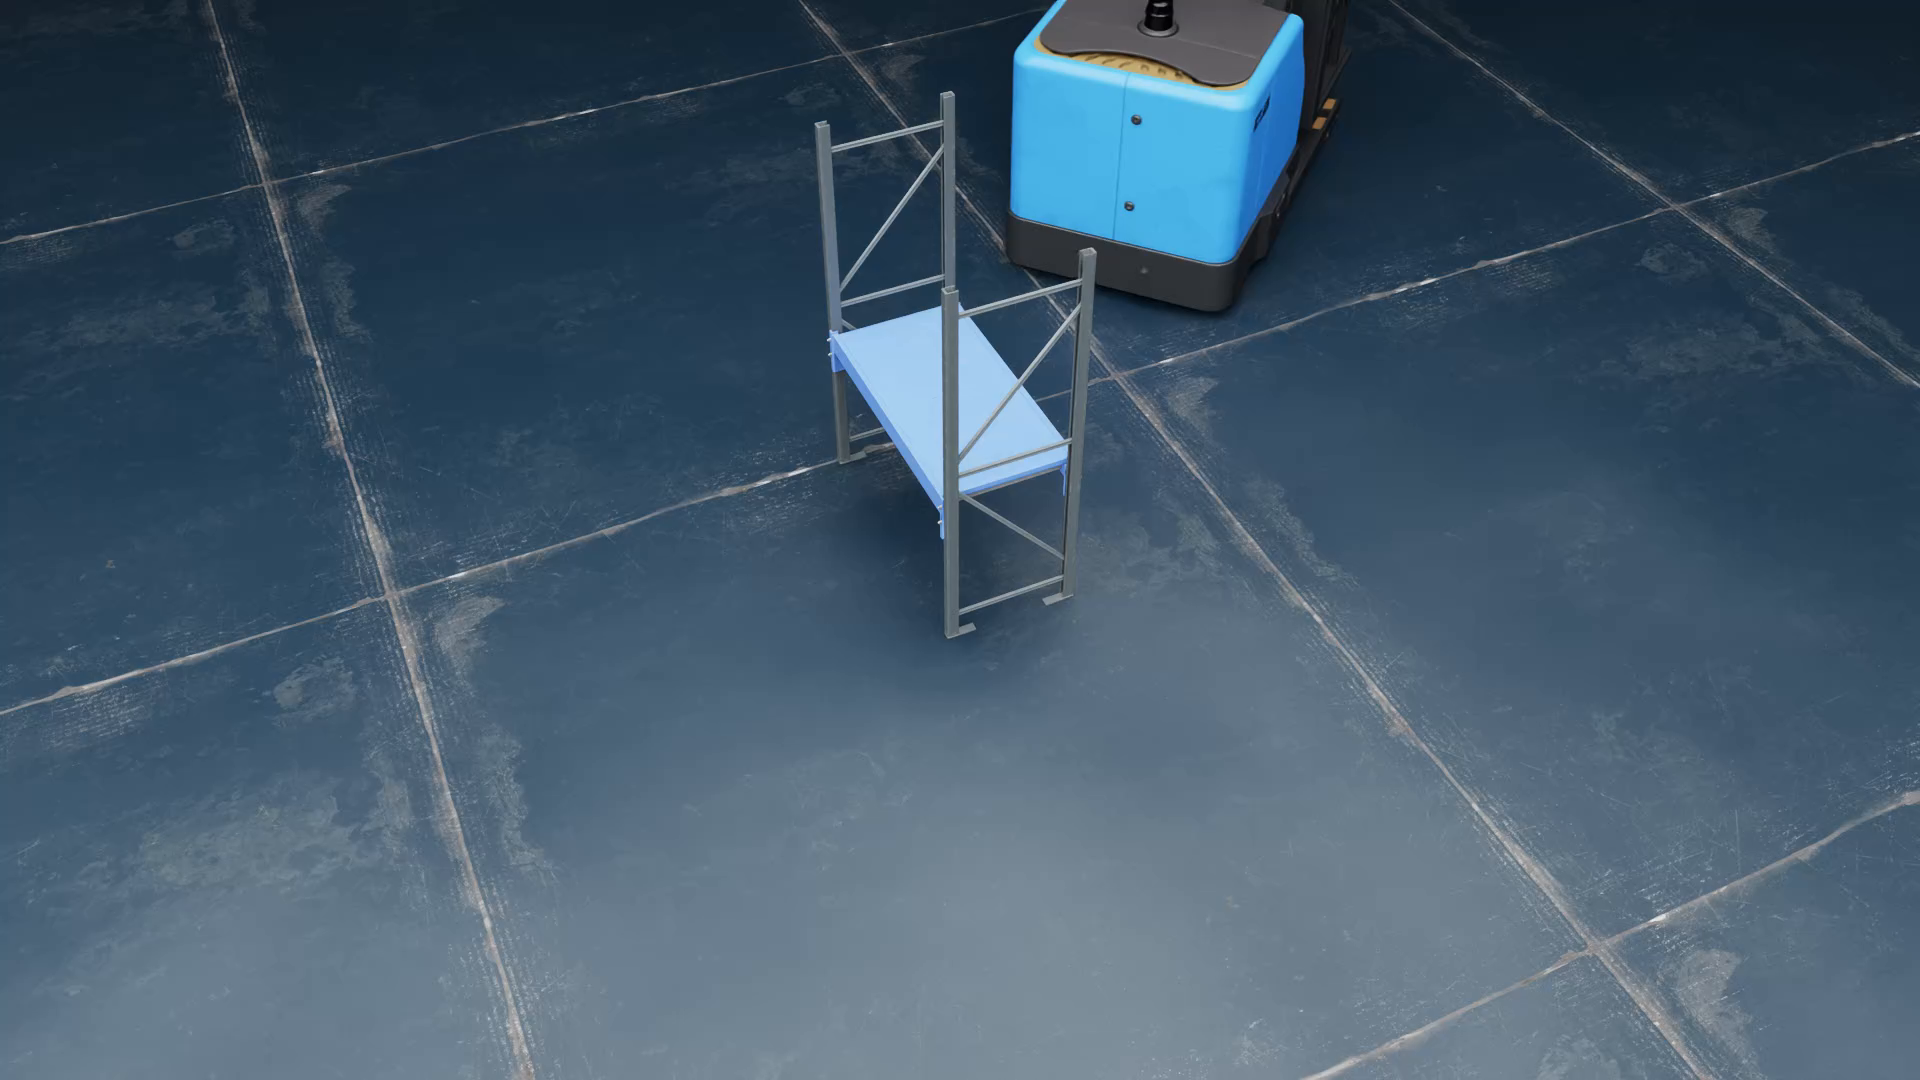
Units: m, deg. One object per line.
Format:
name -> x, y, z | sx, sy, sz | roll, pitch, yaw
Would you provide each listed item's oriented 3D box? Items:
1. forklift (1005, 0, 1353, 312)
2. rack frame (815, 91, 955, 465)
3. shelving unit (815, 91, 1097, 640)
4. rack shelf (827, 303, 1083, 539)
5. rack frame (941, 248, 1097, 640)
forklift -> 1.256, -3.070, 7.275 | 1.130, 2.935, 3.031 | 17, 47, 16
rack frame -> -0.250, -0.912, 6.107 | 0.500, 1.500, 0.032 | -18, 47, -17
shelving unit -> -0.036, -0.588, 5.778 | 0.538, 1.500, 1.048 | -18, 47, -17
rack shelf -> -0.036, -0.460, 5.905 | 0.538, 0.185, 1.000 | -18, 47, -17
rack frame -> 0.178, -0.264, 5.450 | 0.500, 1.500, 0.032 | -18, 47, -17
